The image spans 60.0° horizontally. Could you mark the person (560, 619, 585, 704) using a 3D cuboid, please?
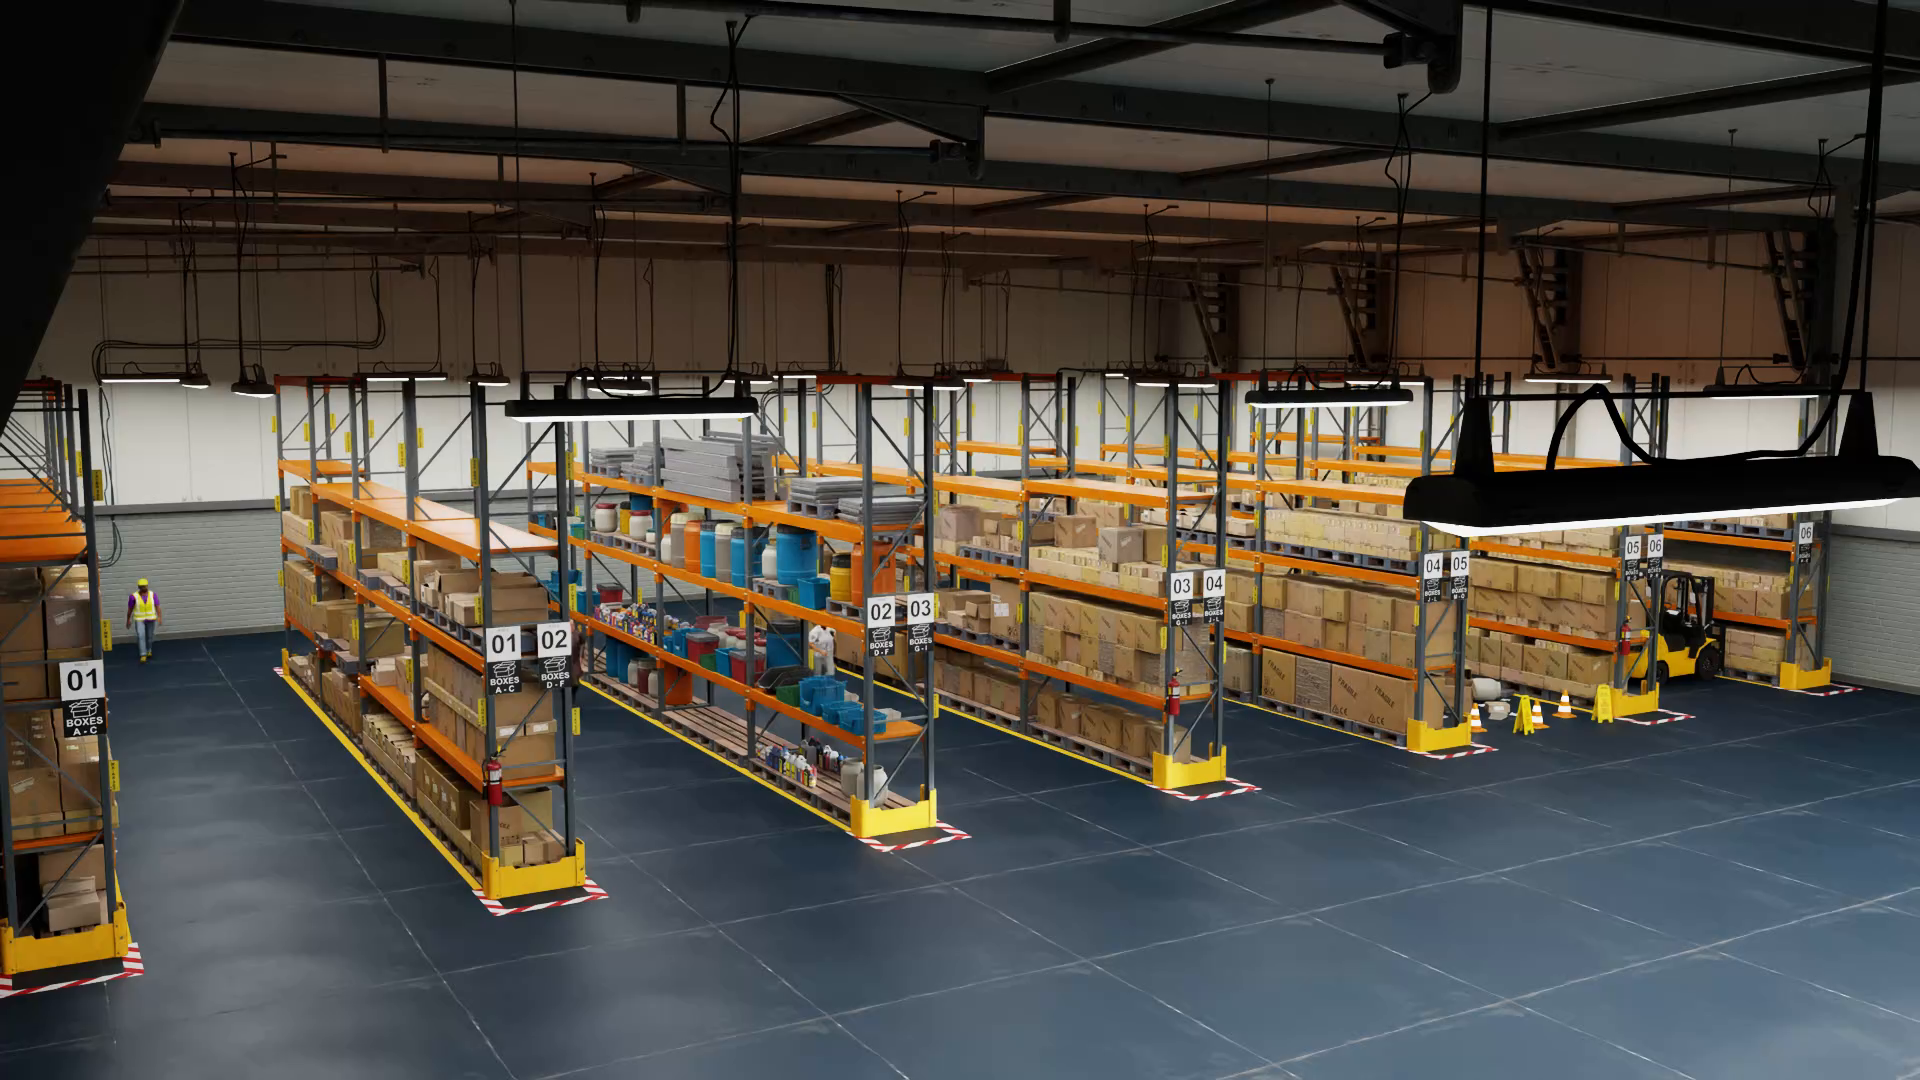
[{"bbox_3d":[-7.063,2.235,29.889,0.680,1.687,0.673,-2,7,-18],"label":"person"}]

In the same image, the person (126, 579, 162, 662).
[{"bbox_3d":[-17.034,1.661,34.726,0.642,1.697,1.092,-4,8,-35],"label":"person"}]

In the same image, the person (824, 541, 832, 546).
[{"bbox_3d":[-3.378,0.826,42.749,0.512,1.621,1.023,-4,7,-33],"label":"person"}]

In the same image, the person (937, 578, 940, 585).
[{"bbox_3d":[-0.555,1.602,35.580,0.503,1.636,0.998,-3,7,-26],"label":"person"}]

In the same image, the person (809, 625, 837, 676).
[{"bbox_3d":[-2.565,2.146,31.093,0.594,1.584,0.760,-2,7,-18],"label":"person"}]
